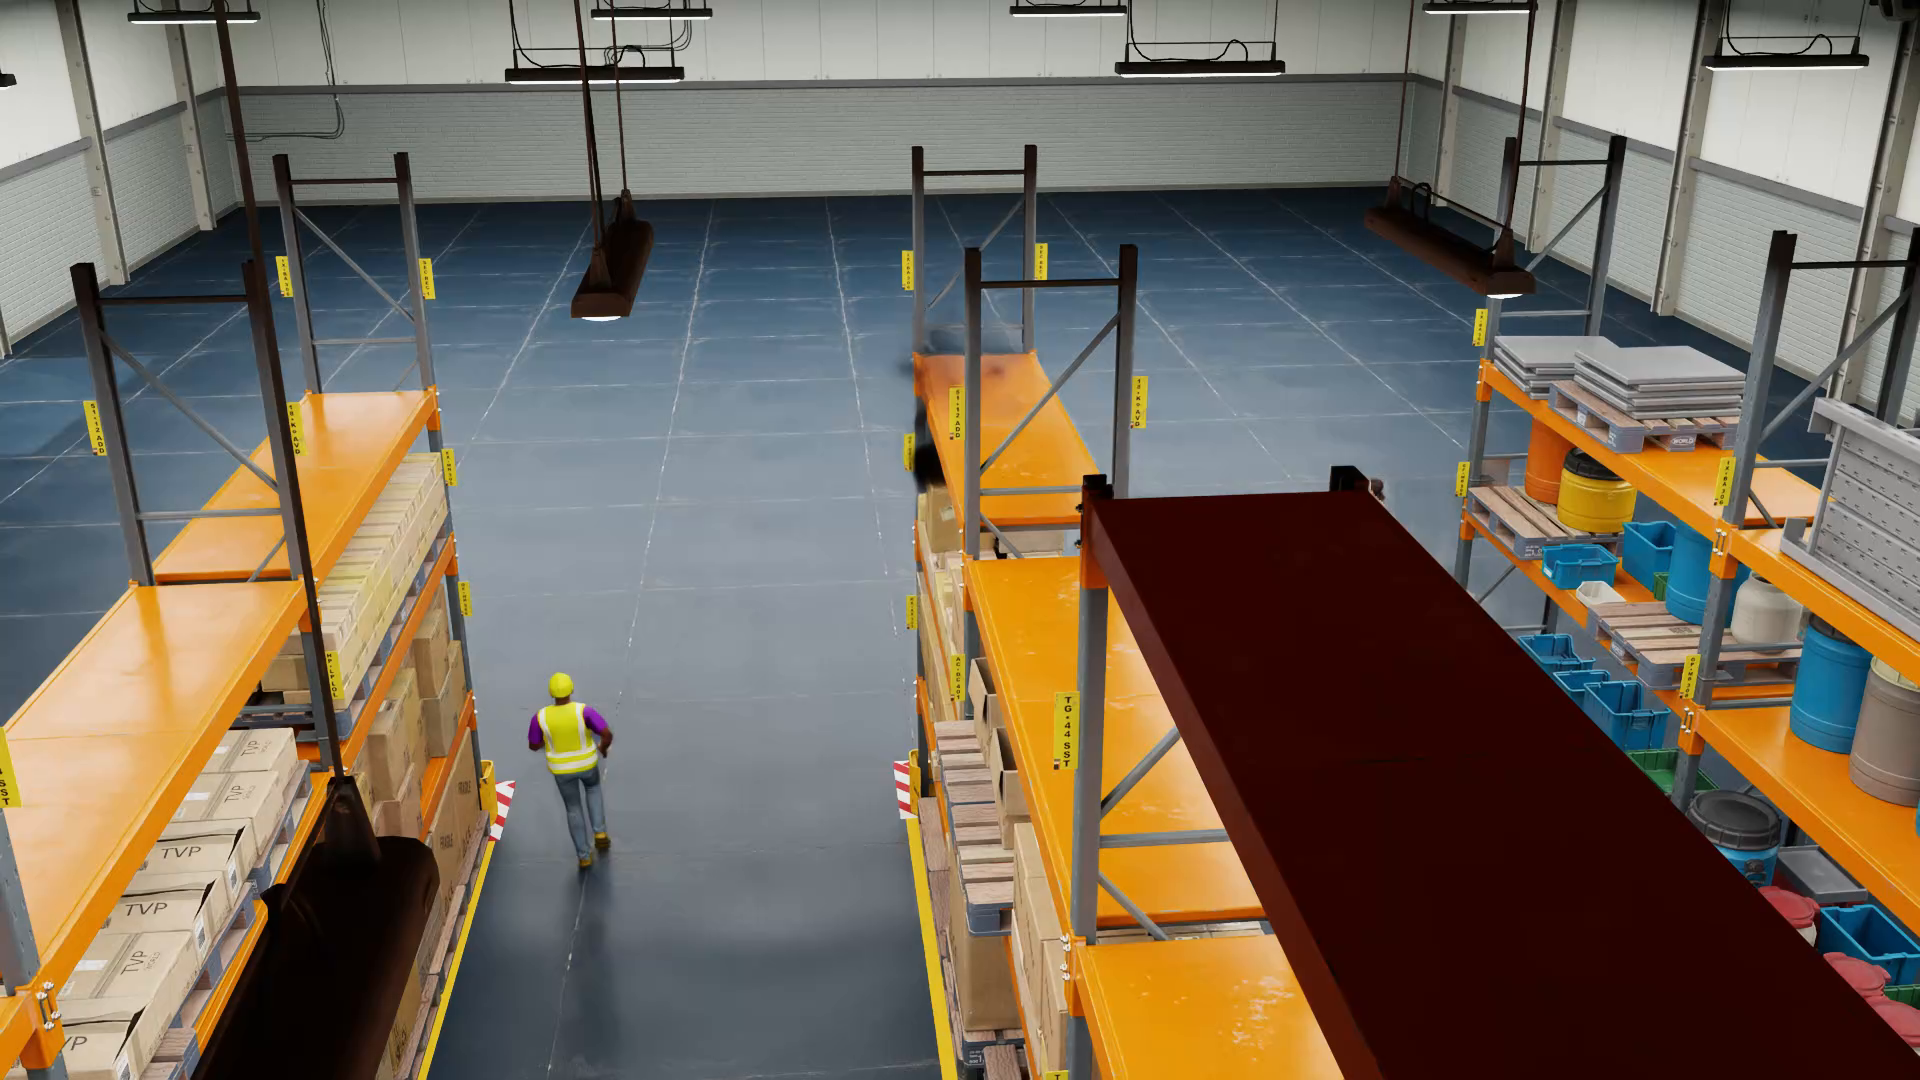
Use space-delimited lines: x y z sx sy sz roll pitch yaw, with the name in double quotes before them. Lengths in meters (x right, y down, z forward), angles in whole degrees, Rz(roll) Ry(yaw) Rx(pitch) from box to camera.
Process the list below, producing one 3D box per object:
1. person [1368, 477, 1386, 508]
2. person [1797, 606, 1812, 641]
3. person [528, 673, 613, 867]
"person" 4.792 0.060 19.289 0.565 1.642 0.582 7 23 18
"person" 9.011 0.589 17.855 0.767 1.684 0.690 10 24 23
"person" -3.343 1.960 14.367 0.699 1.800 0.726 -6 22 -14
